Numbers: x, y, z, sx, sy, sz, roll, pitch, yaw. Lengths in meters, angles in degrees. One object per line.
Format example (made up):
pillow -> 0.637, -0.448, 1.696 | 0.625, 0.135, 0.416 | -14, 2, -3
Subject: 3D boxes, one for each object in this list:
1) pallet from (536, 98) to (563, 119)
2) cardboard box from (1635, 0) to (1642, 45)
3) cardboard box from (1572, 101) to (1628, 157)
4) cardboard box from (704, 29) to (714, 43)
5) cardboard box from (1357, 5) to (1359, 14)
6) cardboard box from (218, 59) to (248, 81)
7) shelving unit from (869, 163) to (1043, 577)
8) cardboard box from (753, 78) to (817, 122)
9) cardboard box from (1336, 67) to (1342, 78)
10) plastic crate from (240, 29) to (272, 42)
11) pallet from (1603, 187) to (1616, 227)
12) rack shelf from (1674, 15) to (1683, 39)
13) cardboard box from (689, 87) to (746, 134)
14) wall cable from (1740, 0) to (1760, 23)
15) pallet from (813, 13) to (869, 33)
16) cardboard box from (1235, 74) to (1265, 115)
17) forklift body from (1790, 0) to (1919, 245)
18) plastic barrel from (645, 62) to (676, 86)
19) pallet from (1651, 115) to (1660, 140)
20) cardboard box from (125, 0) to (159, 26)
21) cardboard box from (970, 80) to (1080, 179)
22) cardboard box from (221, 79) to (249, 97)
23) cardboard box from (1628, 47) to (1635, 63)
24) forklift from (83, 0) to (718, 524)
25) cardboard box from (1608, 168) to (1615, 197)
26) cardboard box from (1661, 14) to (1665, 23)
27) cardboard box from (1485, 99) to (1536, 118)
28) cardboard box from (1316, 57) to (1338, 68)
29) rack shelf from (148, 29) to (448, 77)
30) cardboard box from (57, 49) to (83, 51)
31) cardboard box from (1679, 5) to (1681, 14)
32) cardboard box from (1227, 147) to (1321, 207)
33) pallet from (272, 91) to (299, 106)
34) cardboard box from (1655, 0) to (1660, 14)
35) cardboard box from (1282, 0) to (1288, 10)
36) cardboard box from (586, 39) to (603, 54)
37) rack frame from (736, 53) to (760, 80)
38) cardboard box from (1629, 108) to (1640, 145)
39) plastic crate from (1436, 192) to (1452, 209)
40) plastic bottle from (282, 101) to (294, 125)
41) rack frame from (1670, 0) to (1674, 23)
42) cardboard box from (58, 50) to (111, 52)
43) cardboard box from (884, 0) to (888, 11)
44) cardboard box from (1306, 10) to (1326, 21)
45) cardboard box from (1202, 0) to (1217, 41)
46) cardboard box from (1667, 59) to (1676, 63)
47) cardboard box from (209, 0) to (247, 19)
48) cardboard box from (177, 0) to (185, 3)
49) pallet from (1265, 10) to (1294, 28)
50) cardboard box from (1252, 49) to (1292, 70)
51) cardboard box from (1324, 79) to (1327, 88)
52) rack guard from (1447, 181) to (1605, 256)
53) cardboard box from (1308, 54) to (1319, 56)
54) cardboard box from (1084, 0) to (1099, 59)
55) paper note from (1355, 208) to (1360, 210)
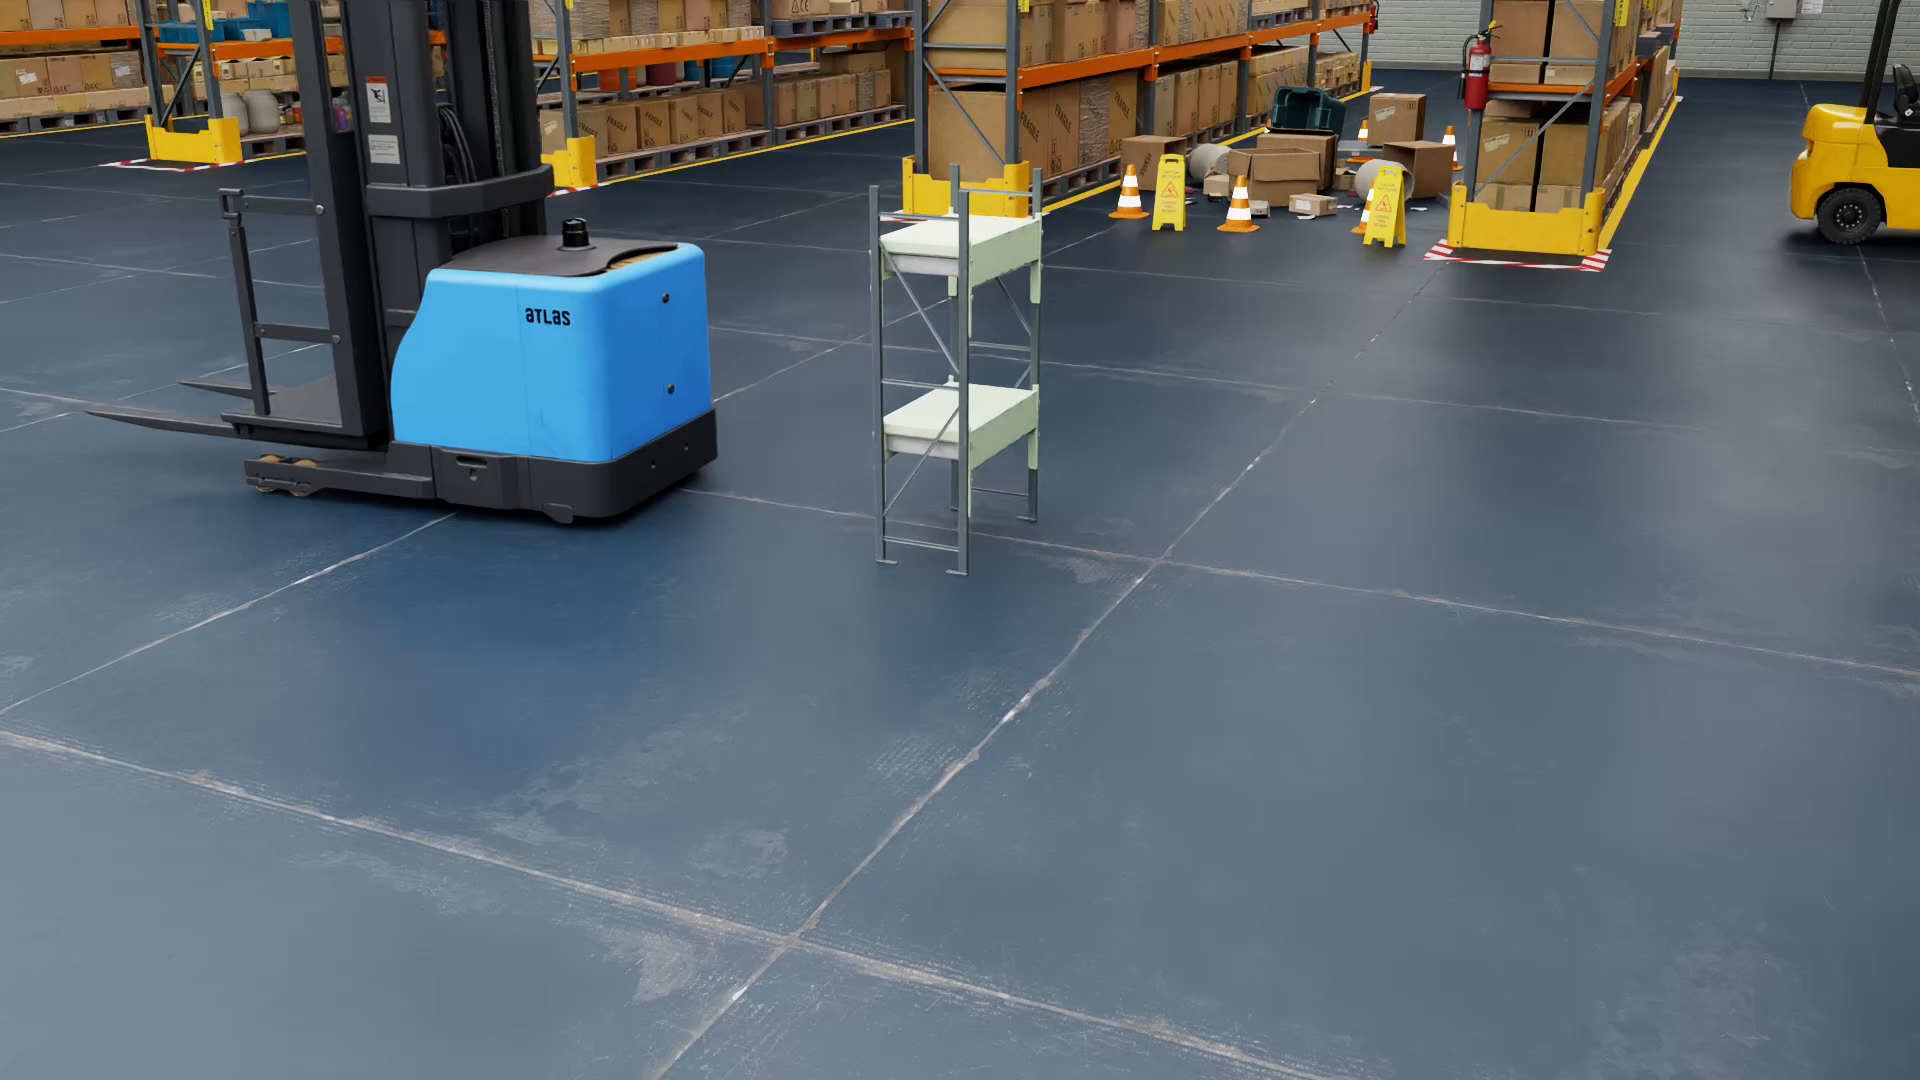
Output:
pallet -> -6.522, -6.375, 24.579 | 1.003, 0.211, 1.213 | 9, 21, 23
cardboard box -> 6.298, -5.047, 16.090 | 0.500, 0.500, 0.500 | 8, 21, 21
cardboard box -> 6.049, -3.912, 15.849 | 0.500, 0.500, 0.500 | 9, 21, 24
cardboard box -> -3.099, -5.871, 19.377 | 0.380, 0.149, 0.250 | 9, 21, 23
cardboard box -> 6.509, -8.940, 28.004 | 0.380, 0.149, 0.250 | 8, 21, 22
cardboard box -> -11.217, -7.161, 25.267 | 0.500, 0.311, 0.500 | 8, 21, 22
shelving unit -> -0.003, -0.705, 6.712 | 0.431, 1.500, 0.755 | 9, 21, 23
cardboard box -> -2.304, -5.747, 21.725 | 0.700, 0.500, 0.500 | 8, 21, 22
cardboard box -> 6.033, -7.657, 27.208 | 0.380, 0.149, 0.250 | 9, 21, 23
plastic crate -> -8.284, -5.951, 19.620 | 0.298, 0.136, 0.250 | 9, 21, 23
pallet -> 5.512, -3.131, 15.458 | 1.003, 0.211, 1.213 | 9, 21, 23
rack shelf -> 10.348, -7.747, 25.351 | 1.077, 0.370, 4.000 | 9, 21, 23
cardboard box -> -2.988, -5.293, 20.478 | 0.500, 0.500, 0.500 | 8, 21, 21
wall cable -> 14.754, -10.712, 31.098 | 0.588, 1.984, 0.122 | 9, 21, 23
pallet -> -1.923, -6.911, 22.211 | 1.003, 0.211, 1.213 | 9, 21, 23
cardboard box -> 3.856, -6.102, 22.754 | 0.500, 0.500, 0.500 | 8, 21, 20
forklift body -> 8.258, -3.557, 13.760 | 2.313, 2.155, 1.214 | 9, 21, 23
plastic barrel -> -5.021, -7.850, 27.539 | 0.600, 0.588, 0.708 | 9, 21, 23
pallet -> 8.784, -5.541, 22.233 | 1.003, 0.211, 1.213 | 9, 21, 23
cardboard box -> -12.000, -7.660, 23.883 | 0.700, 0.500, 0.500 | 8, 21, 21
cardboard box -> 0.634, -4.137, 16.670 | 0.875, 0.875, 0.875 | 8, 21, 22
cardboard box -> -11.222, -6.897, 25.363 | 0.500, 0.250, 0.500 | 9, 22, 24
cardboard box -> 6.304, -4.694, 16.065 | 0.380, 0.149, 0.250 | 9, 22, 24
forklift -> -2.719, -1.732, 7.466 | 3.031, 2.935, 1.130 | 7, 21, 18
cardboard box -> 5.626, -3.241, 15.083 | 0.500, 0.250, 0.500 | 10, 22, 26
cardboard box -> 8.736, -6.616, 21.318 | 0.500, 0.250, 0.500 | 9, 22, 24
cardboard box -> 4.795, -3.770, 14.483 | 0.380, 0.149, 0.250 | 9, 22, 24
cardboard box -> 5.965, -7.809, 27.191 | 0.380, 0.149, 0.250 | 9, 21, 23
rack shelf -> -8.125, -6.118, 20.770 | 1.077, 0.370, 4.000 | 9, 21, 23
cardboard box -> -15.448, -8.156, 28.500 | 0.700, 0.500, 0.500 | 8, 21, 22
cardboard box -> 10.790, -8.251, 25.544 | 0.500, 0.500, 0.500 | 9, 22, 24
cardboard box -> 3.025, -3.515, 16.101 | 0.797, 0.503, 0.637 | -5, 20, -15
pallet -> -11.059, -7.041, 26.451 | 1.003, 0.211, 1.213 | 9, 21, 23
cardboard box -> 7.552, -6.146, 18.555 | 0.500, 0.500, 0.500 | 7, 21, 19
cardboard box -> 4.459, -7.656, 23.767 | 0.380, 0.149, 0.250 | 10, 22, 25
cardboard box -> -3.971, -5.176, 17.422 | 0.380, 0.149, 0.250 | 9, 21, 23
rack frame -> -4.030, -9.514, 29.245 | 1.000, 3.000, 0.127 | 9, 21, 23
cardboard box -> 7.356, -4.814, 19.323 | 0.950, 0.372, 0.625 | 8, 21, 22
plastic crate -> 4.862, -3.286, 16.090 | 0.402, 0.080, 0.583 | 1, 20, 4
plastic bottle -> -8.561, -5.433, 21.167 | 0.061, 0.283, 0.133 | 9, 22, 24
rack frame -> 9.529, -7.475, 23.511 | 1.000, 3.000, 0.127 | 9, 21, 23
cardboard box -> -12.497, -6.753, 23.837 | 0.500, 0.500, 0.500 | 9, 21, 23
cardboard box -> -1.334, -7.686, 23.329 | 0.500, 0.500, 0.500 | 6, 20, 16
cardboard box -> 5.387, -8.047, 25.493 | 0.380, 0.149, 0.250 | 9, 22, 25
cardboard box -> 2.778, -6.311, 20.088 | 0.500, 0.500, 0.500 | 9, 21, 24
cardboard box -> 10.988, -7.473, 26.702 | 0.875, 0.438, 0.875 | 8, 21, 21
cardboard box -> -11.279, -8.190, 25.373 | 0.500, 0.500, 0.500 | 10, 22, 27
cardboard box -> -14.249, -9.687, 30.075 | 0.380, 0.149, 0.250 | 9, 21, 23
pallet -> 4.107, -7.421, 23.645 | 1.003, 0.211, 1.213 | 9, 21, 23
cardboard box -> 4.472, -6.916, 23.922 | 0.500, 0.250, 0.500 | 8, 21, 20
cardboard box -> 5.714, -7.381, 26.875 | 0.380, 0.149, 0.250 | 8, 21, 20
rack guard -> 4.647, -2.652, 13.680 | 1.175, 0.500, 0.348 | 9, 21, 23
cardboard box -> 5.836, -8.120, 28.065 | 0.380, 0.149, 0.250 | 7, 21, 20
cardboard box -> 0.897, -5.138, 16.716 | 0.875, 0.550, 0.500 | 9, 21, 23
paper note -> 3.779, -3.148, 15.806 | 0.032, 0.001, 0.123 | 9, 21, 23
